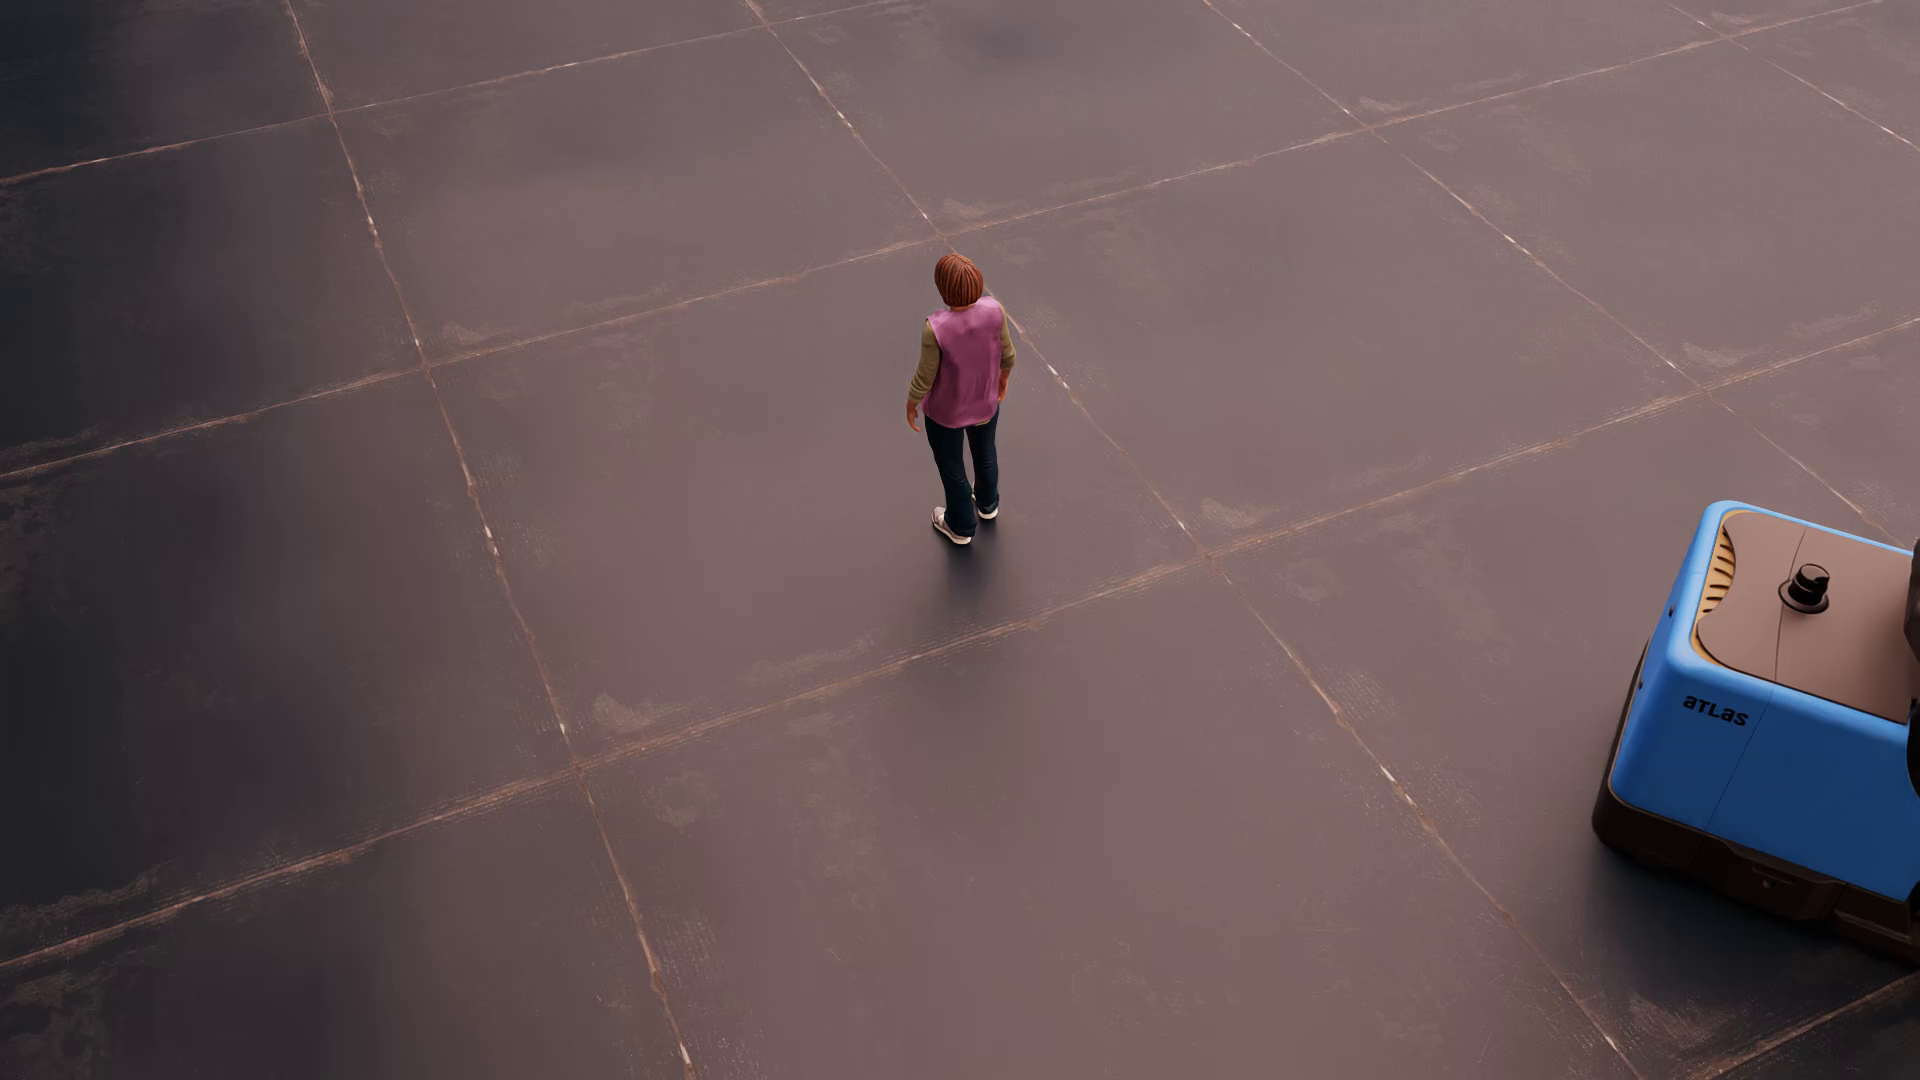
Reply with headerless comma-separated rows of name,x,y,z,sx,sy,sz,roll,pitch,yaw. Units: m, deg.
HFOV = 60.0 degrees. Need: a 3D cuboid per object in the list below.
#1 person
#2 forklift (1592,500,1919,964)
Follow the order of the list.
person,-0.019,-0.640,7.332,0.520,1.599,0.473,-18,46,-18
forklift,4.030,0.290,5.369,3.031,2.935,1.130,19,46,19
